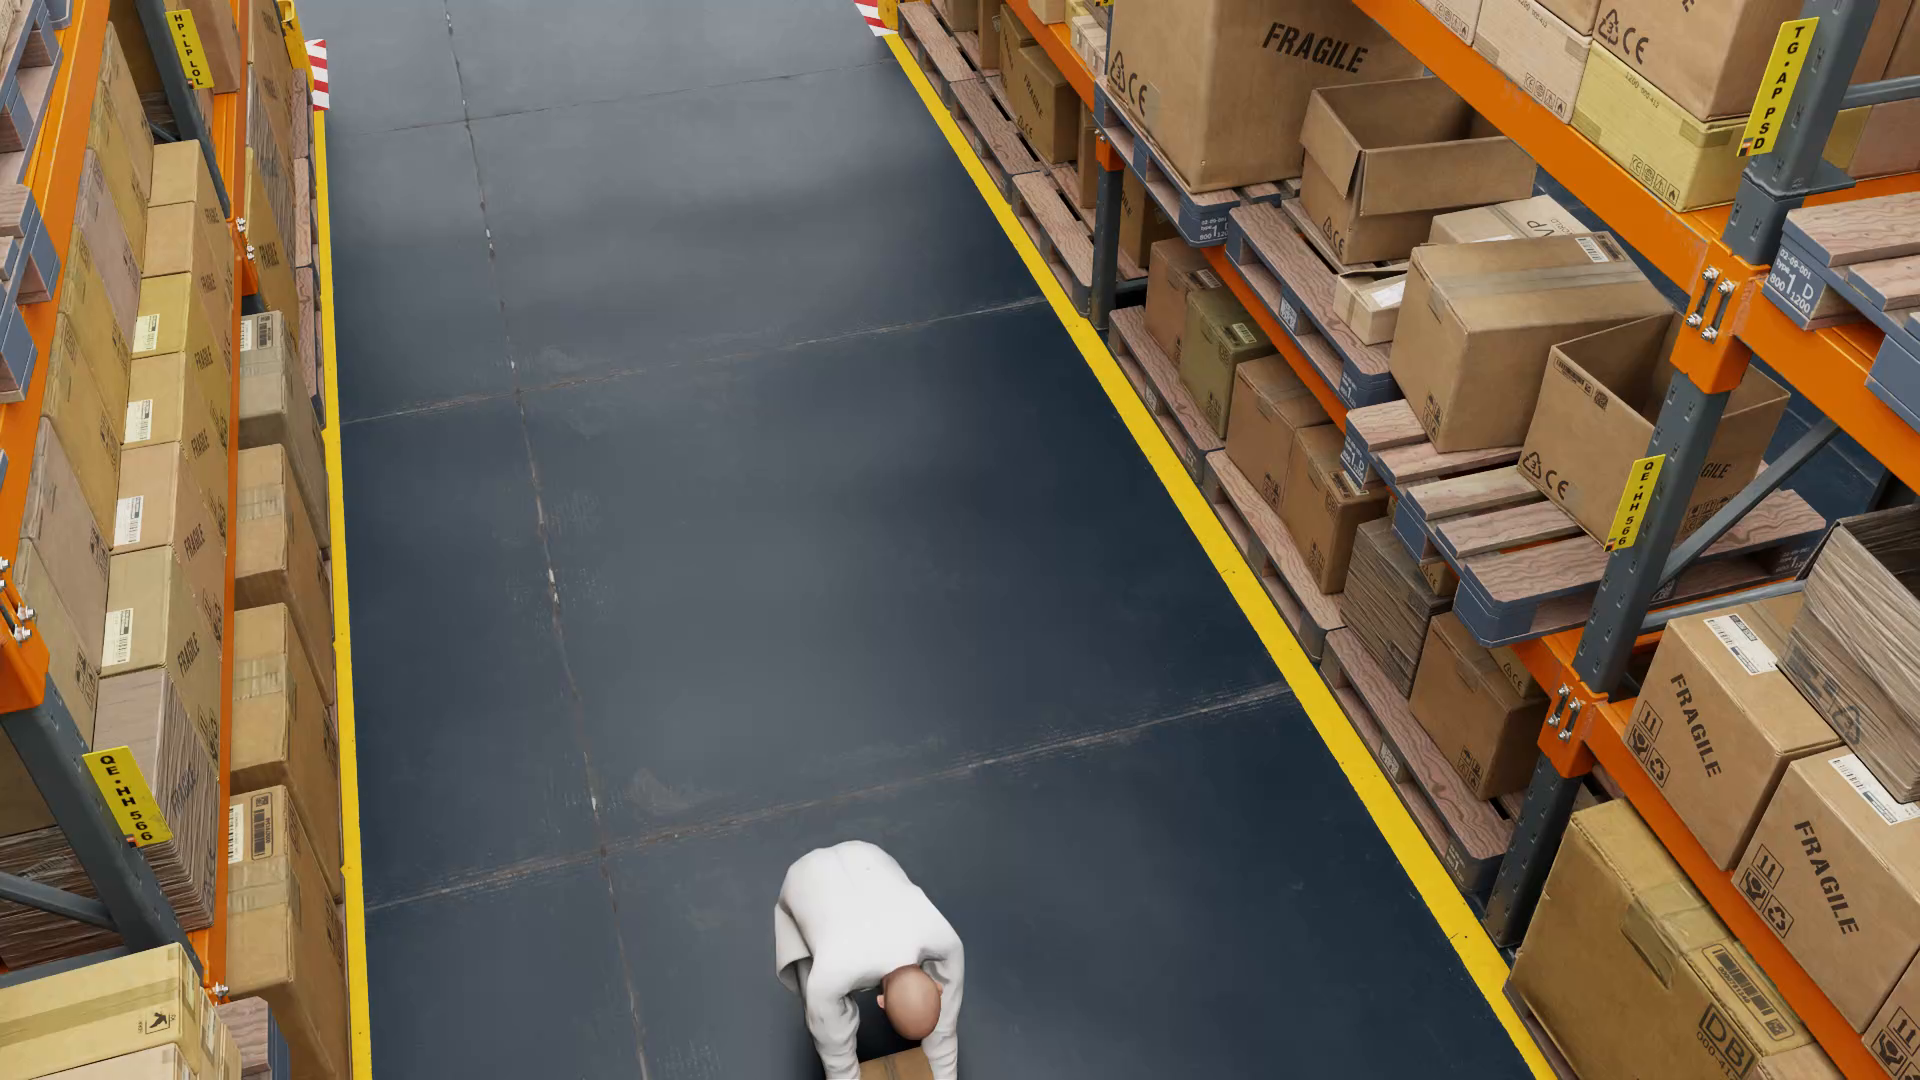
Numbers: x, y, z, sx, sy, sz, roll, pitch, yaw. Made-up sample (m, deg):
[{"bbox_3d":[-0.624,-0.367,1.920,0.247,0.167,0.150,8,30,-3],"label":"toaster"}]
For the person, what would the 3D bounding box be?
[{"bbox_3d":[-0.292,1.416,5.377,0.579,0.885,0.917,-12,43,-14],"label":"person"}]
